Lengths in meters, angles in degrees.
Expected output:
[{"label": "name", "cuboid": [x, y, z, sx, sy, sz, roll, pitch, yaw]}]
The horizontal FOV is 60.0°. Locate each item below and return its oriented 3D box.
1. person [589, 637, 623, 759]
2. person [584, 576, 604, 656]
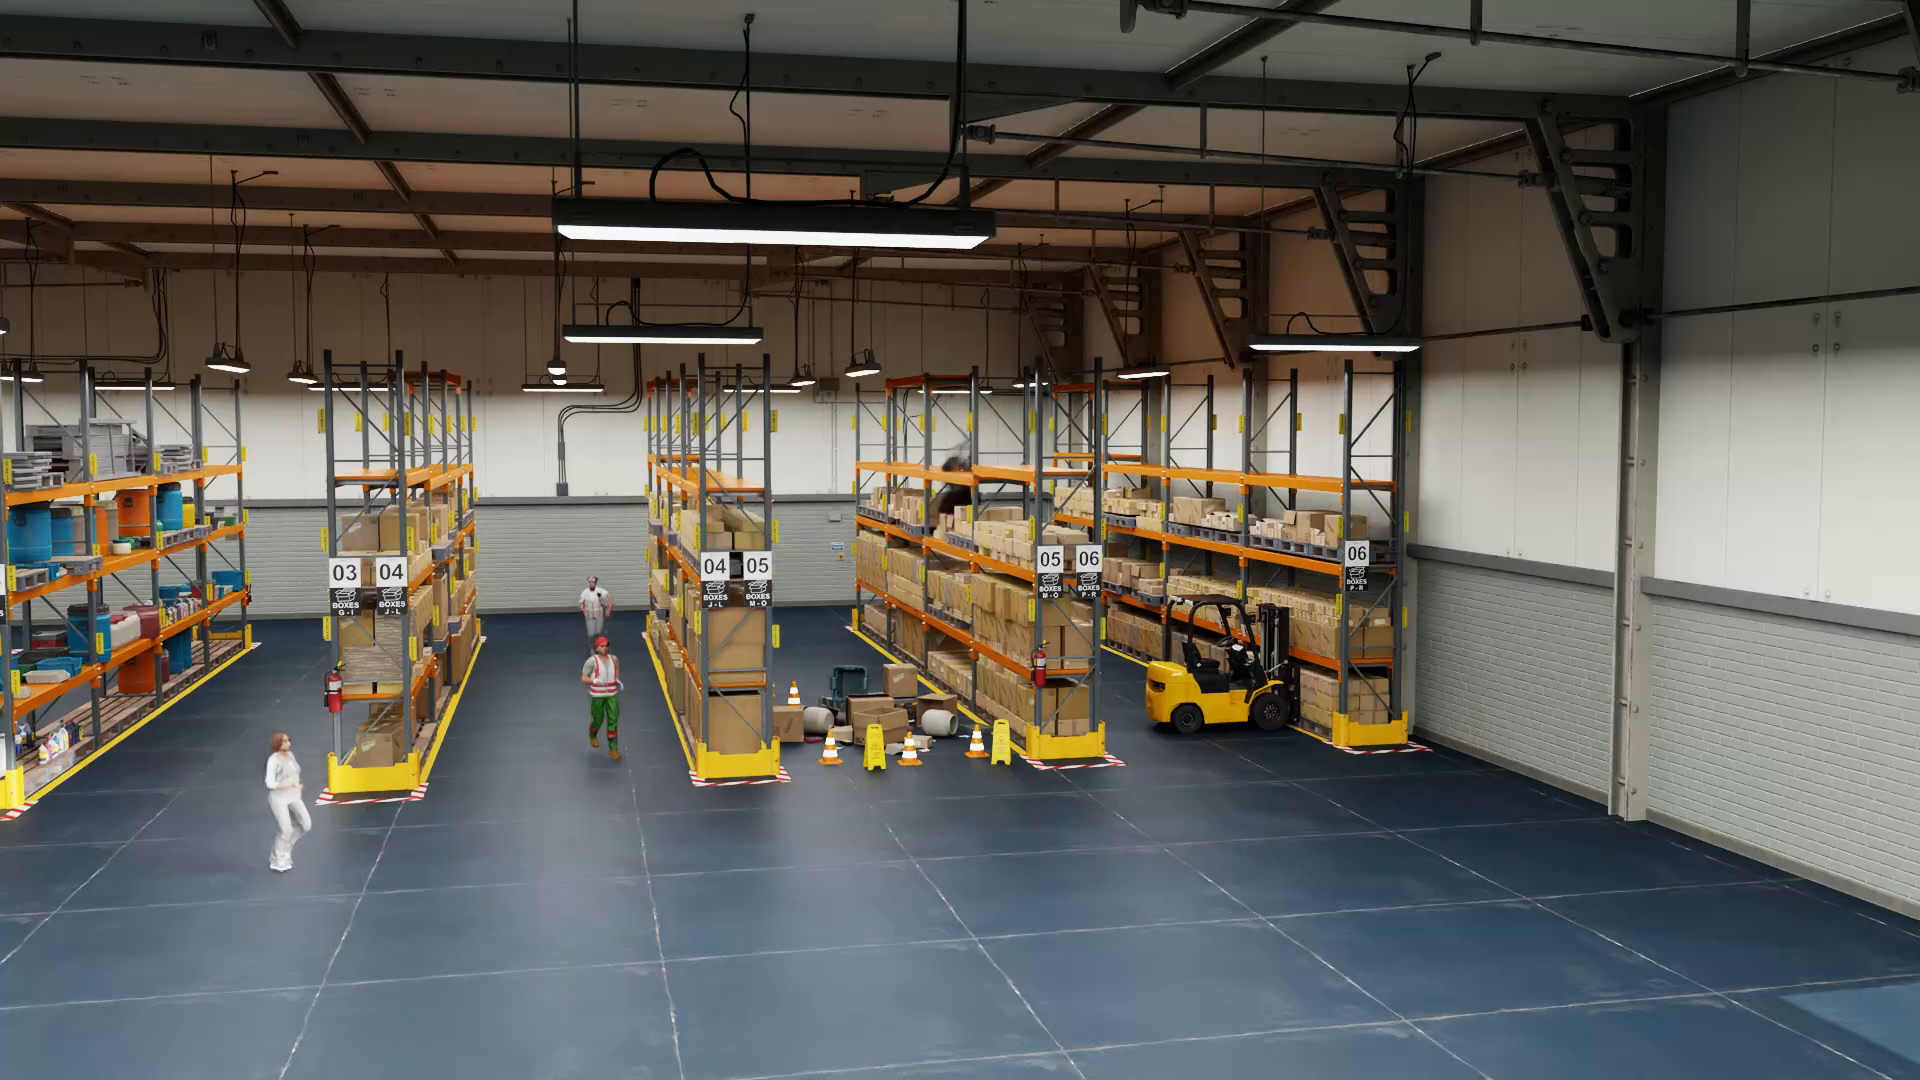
[{"label": "person", "cuboid": [-5.314, 2.342, 25.003, 0.517, 1.783, 0.988, -2, 5, -31]}, {"label": "person", "cuboid": [-7.930, 1.634, 36.068, 0.438, 1.748, 0.565, 0, 4, -4]}]
